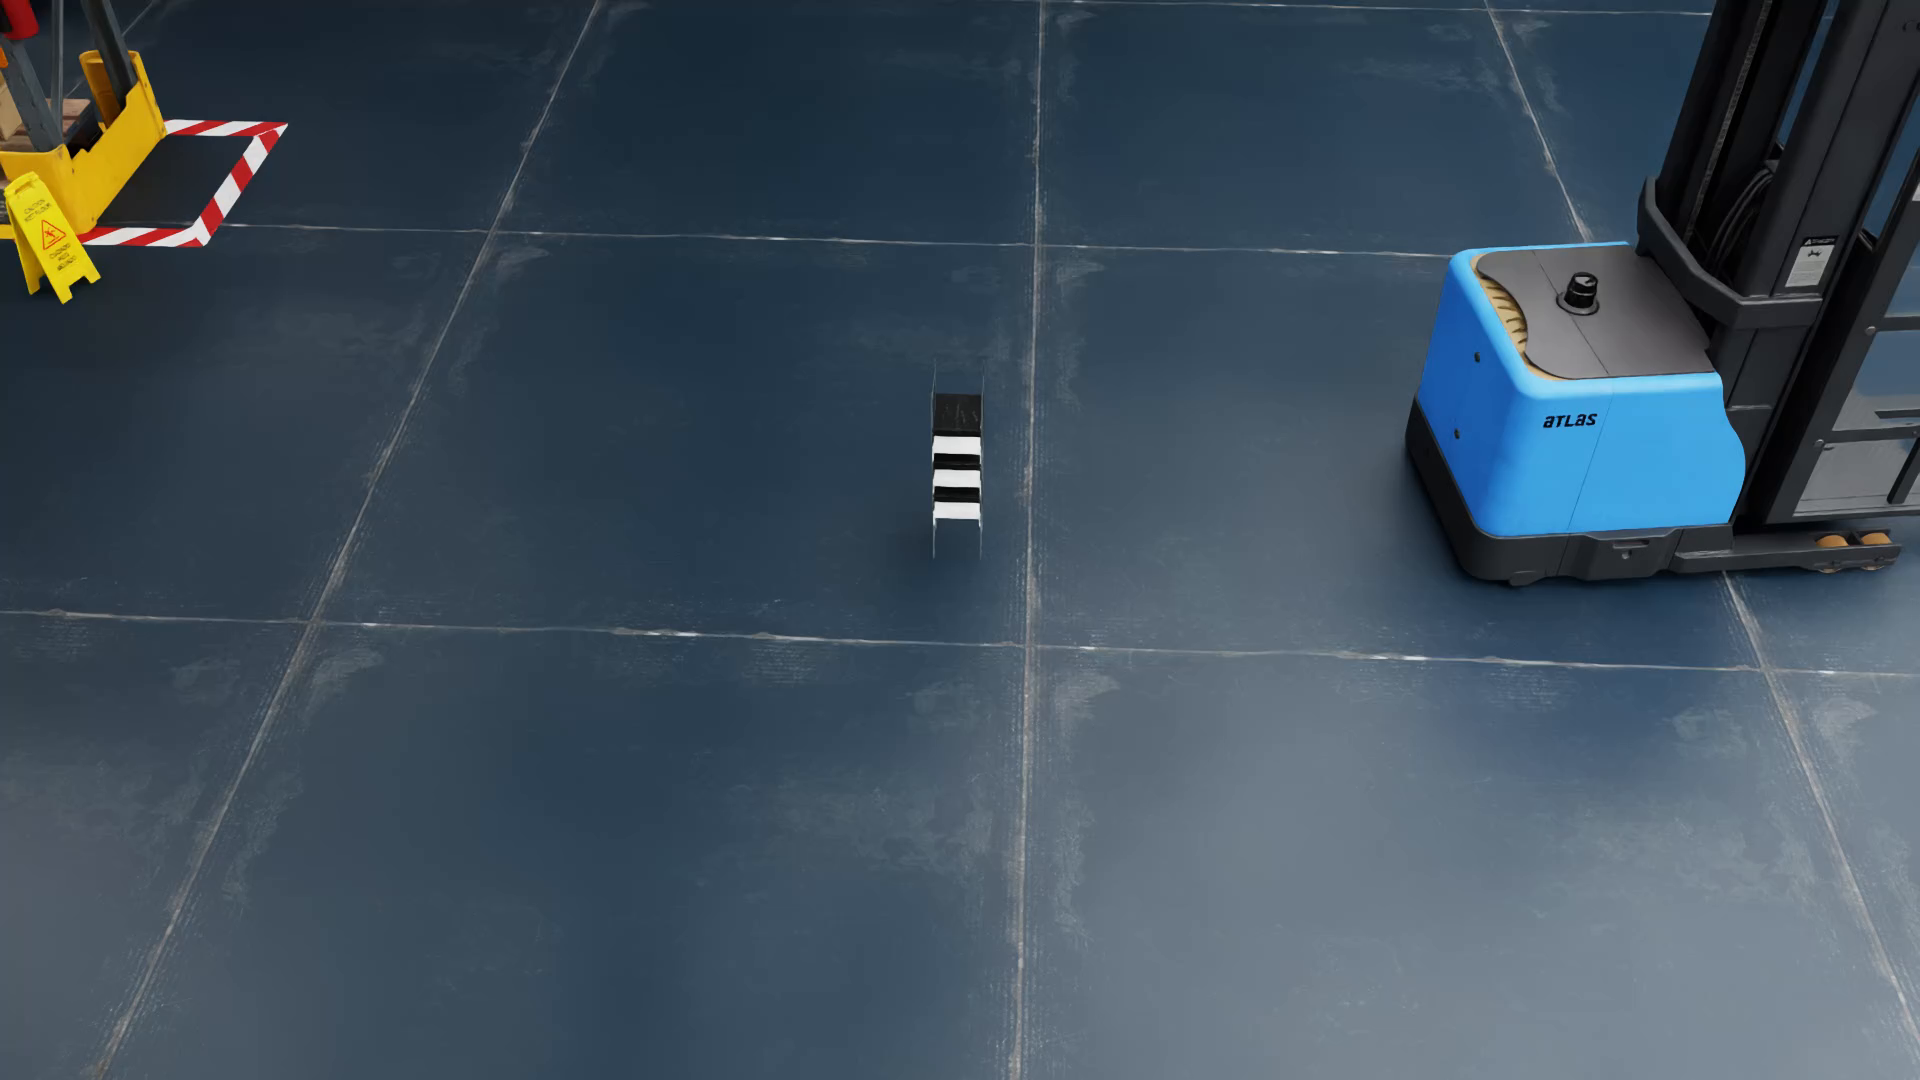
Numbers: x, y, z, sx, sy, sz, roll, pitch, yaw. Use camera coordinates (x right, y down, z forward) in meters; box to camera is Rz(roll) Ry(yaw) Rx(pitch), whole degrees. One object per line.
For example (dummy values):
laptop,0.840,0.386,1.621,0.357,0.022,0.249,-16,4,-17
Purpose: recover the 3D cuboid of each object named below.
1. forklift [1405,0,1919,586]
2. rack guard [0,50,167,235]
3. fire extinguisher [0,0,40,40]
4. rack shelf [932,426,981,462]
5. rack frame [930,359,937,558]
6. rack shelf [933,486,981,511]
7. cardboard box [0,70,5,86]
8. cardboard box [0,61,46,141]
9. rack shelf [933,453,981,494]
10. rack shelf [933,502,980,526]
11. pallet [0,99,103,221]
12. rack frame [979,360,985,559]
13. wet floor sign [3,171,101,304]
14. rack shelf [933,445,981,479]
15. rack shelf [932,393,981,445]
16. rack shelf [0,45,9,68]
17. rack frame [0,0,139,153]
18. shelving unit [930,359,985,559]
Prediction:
forklift,3.617,-1.289,6.569,3.031,2.935,1.130,-3,43,-4
rack guard,-4.937,-2.260,9.394,0.348,0.500,1.175,2,43,2
fire extinguisher,-4.768,-2.826,8.225,0.183,0.674,0.296,2,43,2
rack shelf,-0.008,-0.437,6.929,0.200,0.077,0.258,2,43,2
rack frame,-0.110,-0.333,7.032,0.006,0.900,0.240,2,43,2
rack shelf,-0.008,-0.239,7.113,0.200,0.077,0.258,2,43,2
cardboard box,-5.679,-2.807,9.307,0.500,0.500,0.500,0,43,0
cardboard box,-5.655,-2.533,9.563,0.500,0.250,0.500,1,43,2
rack shelf,-0.008,-0.305,7.052,0.200,0.077,0.258,2,43,2
rack shelf,-0.008,-0.173,7.174,0.200,0.077,0.258,2,43,2
pallet,-5.747,-2.203,9.545,1.213,0.211,1.003,2,43,2
rack frame,0.093,-0.326,7.026,0.006,0.900,0.240,2,43,2
wet floor sign,-4.720,-1.576,8.554,0.232,0.644,0.267,16,45,16
rack shelf,-0.008,-0.371,6.990,0.200,0.077,0.258,2,43,2
rack shelf,-0.008,-0.503,6.868,0.200,0.077,0.258,2,43,2
rack shelf,-6.859,-2.970,8.851,4.000,0.370,1.077,2,43,2
rack frame,-4.861,-3.172,8.540,0.127,3.000,1.000,2,43,2
shelving unit,-0.008,-0.330,7.029,0.210,0.900,0.258,2,43,2
